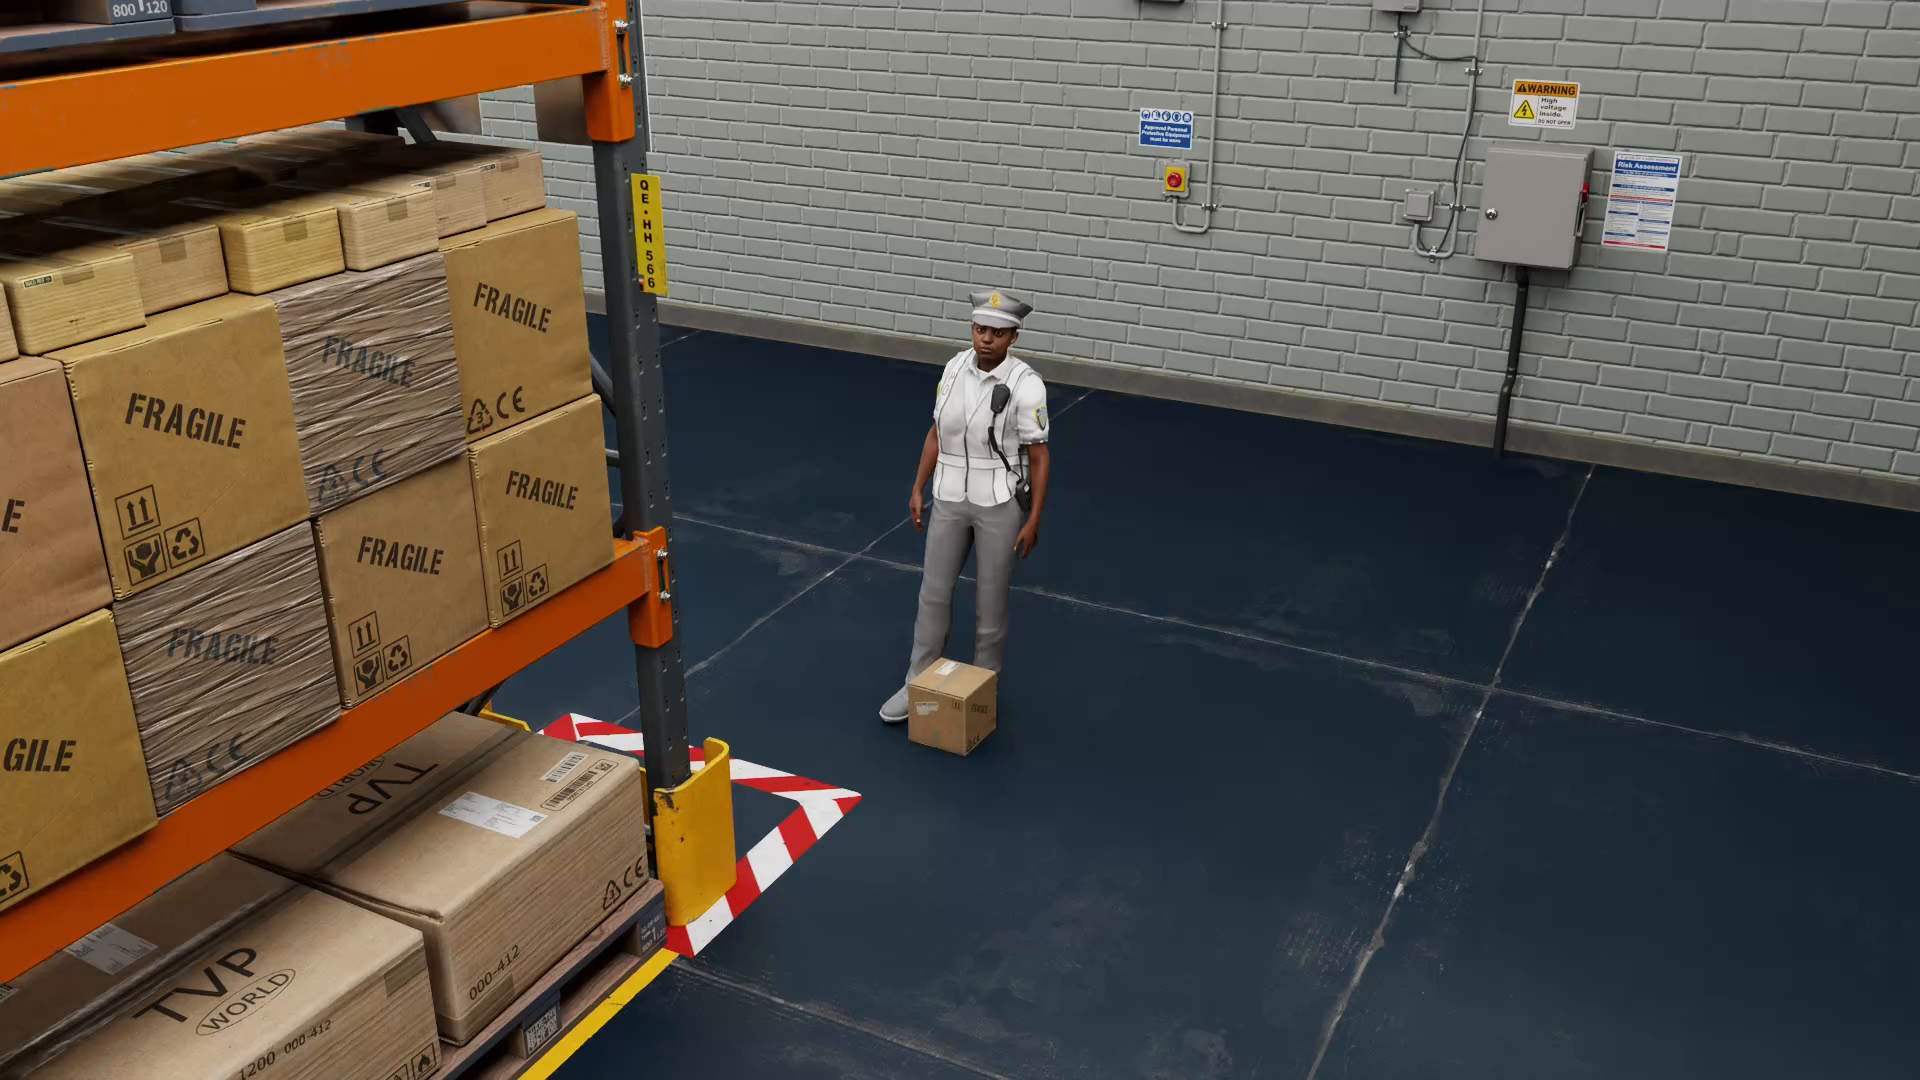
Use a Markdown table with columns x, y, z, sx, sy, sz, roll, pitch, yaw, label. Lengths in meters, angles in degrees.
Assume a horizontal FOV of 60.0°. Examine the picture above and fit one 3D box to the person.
| x | y | z | sx | sy | sz | roll | pitch | yaw | label |
| --- | --- | --- | --- | --- | --- | --- | --- | --- | --- |
| 0.032 | -0.106 | 6.293 | 0.570 | 1.687 | 0.528 | 11 | 25 | 25 | person |
